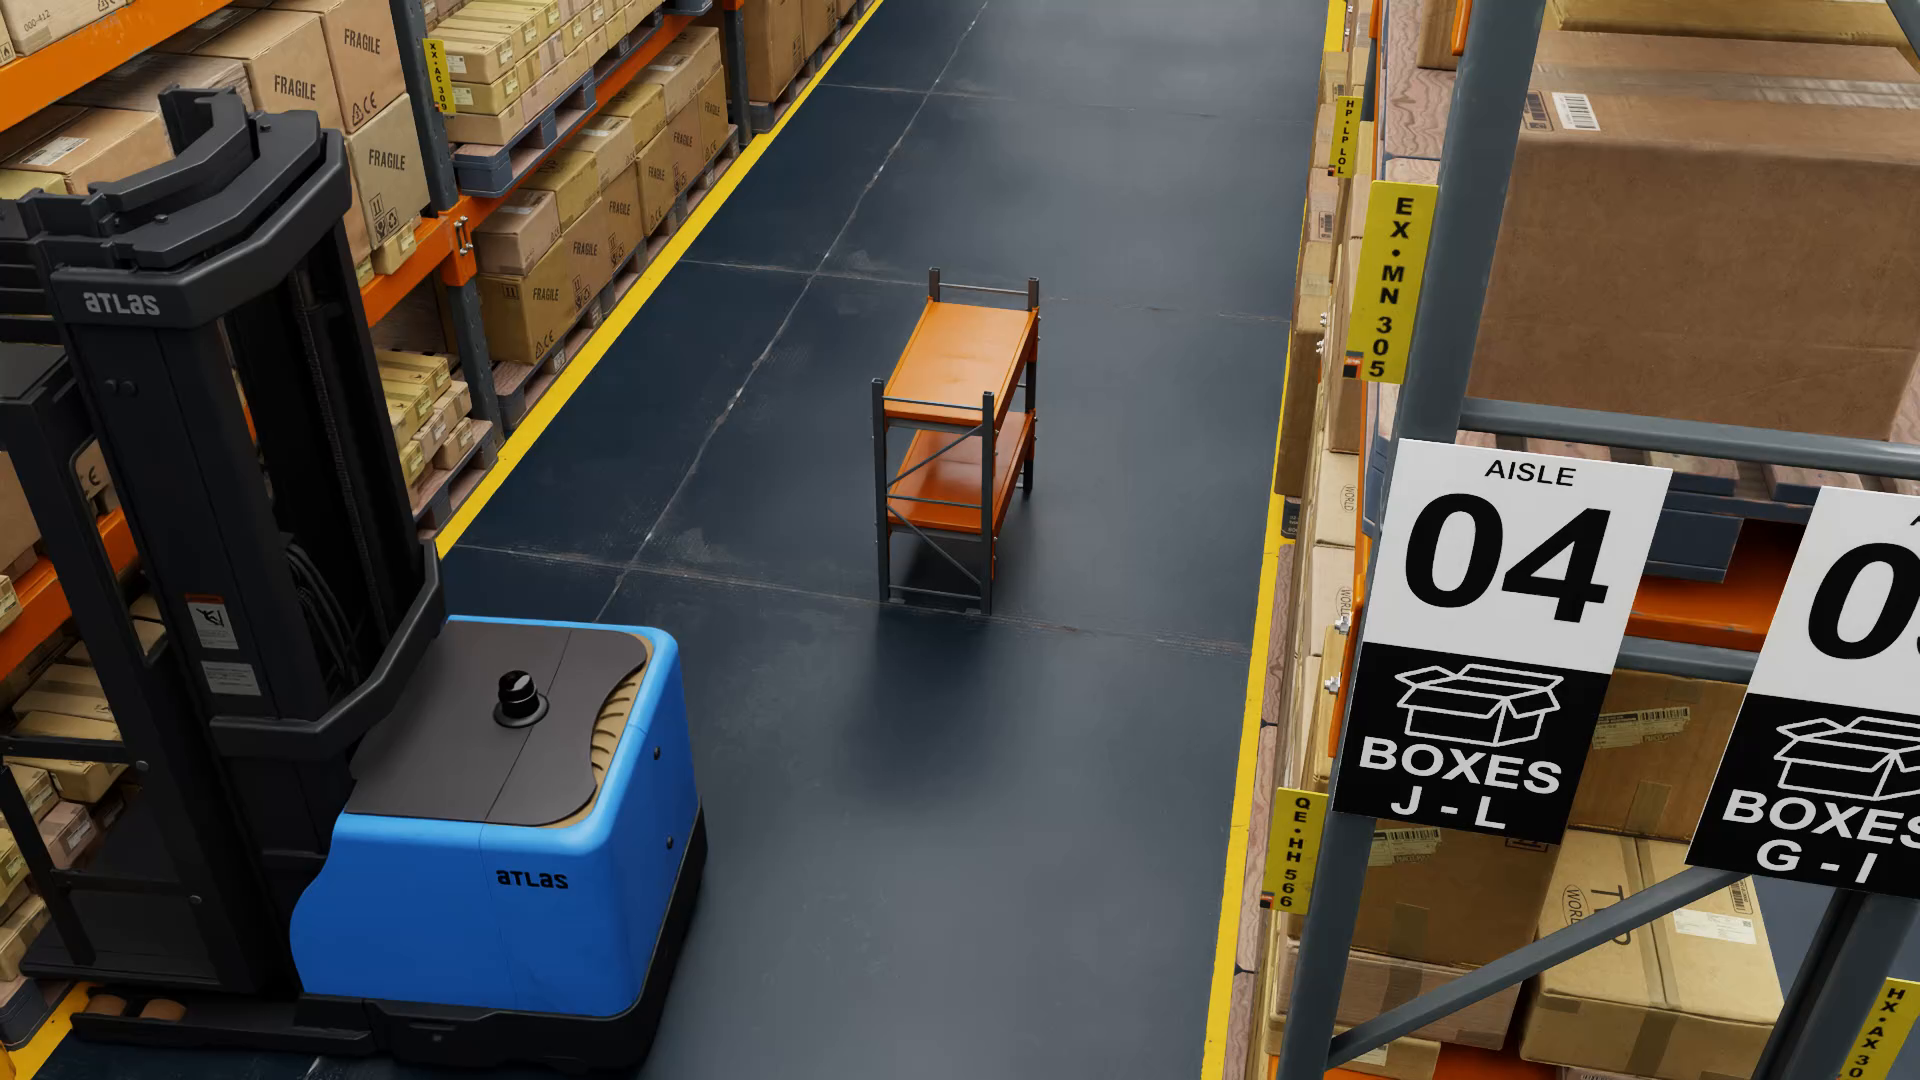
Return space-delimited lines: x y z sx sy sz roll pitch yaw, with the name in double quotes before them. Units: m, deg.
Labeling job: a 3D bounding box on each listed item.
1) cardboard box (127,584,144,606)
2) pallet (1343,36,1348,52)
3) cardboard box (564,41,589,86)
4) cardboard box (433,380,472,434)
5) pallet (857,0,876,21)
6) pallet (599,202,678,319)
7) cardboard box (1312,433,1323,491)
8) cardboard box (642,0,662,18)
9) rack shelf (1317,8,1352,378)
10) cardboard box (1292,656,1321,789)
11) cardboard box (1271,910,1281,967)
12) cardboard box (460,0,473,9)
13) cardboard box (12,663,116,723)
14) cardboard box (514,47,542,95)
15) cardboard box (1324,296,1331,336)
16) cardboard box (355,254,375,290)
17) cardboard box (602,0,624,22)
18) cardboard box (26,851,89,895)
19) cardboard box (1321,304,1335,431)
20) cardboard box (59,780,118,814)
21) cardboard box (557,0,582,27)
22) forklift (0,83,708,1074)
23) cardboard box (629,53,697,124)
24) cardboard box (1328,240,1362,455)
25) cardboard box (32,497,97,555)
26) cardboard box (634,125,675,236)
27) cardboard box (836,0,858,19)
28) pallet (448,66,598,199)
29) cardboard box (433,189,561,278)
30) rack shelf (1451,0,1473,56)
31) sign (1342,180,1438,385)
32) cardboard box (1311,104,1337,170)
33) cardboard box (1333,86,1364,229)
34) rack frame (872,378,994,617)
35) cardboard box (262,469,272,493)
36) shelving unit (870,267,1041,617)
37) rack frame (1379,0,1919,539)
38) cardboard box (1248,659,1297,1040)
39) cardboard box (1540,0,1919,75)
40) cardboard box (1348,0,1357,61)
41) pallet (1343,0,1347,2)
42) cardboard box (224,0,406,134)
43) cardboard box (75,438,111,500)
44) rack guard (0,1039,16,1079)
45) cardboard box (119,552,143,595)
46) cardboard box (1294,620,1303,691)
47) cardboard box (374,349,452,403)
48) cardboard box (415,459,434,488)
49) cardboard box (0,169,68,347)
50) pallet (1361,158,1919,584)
"cardboard box" -3.511 0.183 6.760 0.380 0.149 0.250 8 37 10
"pallet" 3.307 -3.363 12.210 1.003 0.211 1.213 7 37 10
"cardboard box" -2.104 -2.416 8.384 0.380 0.149 0.250 8 37 10
"cardboard box" -2.559 -0.649 7.908 0.380 0.149 0.250 8 37 11
"pallet" -1.185 -4.739 14.109 1.003 0.211 1.213 7 37 10
"pallet" -2.379 -1.752 9.988 1.003 0.211 1.213 7 37 10
"cardboard box" 1.412 -0.225 5.718 0.380 0.149 0.250 7 36 9
"cardboard box" -1.884 -3.020 9.217 0.380 0.149 0.250 8 37 11
"rack shelf" 2.448 -1.909 8.441 1.077 0.370 4.000 7 37 10
"cardboard box" 1.120 0.578 4.271 0.500 0.250 0.500 7 36 9
"cardboard box" 0.975 0.947 4.102 0.380 0.149 0.250 8 37 10
"cardboard box" -2.689 -2.774 8.625 0.380 0.149 0.250 6 36 8
"cardboard box" -3.121 0.591 5.943 0.380 0.149 0.250 6 36 8
"cardboard box" -2.216 -2.239 7.886 0.380 0.149 0.250 7 36 9
"cardboard box" 1.633 -0.824 6.545 0.380 0.149 0.250 7 37 10
"cardboard box" -2.699 -1.132 6.969 0.380 0.149 0.250 9 37 12
"cardboard box" -1.994 -2.843 8.720 0.380 0.149 0.250 7 36 9
"cardboard box" -3.257 1.124 5.715 0.380 0.149 0.250 7 37 10
"cardboard box" 1.554 -0.592 5.886 0.500 0.250 0.500 7 37 10
"cardboard box" -3.215 0.854 5.833 0.380 0.149 0.250 8 37 11
"cardboard box" -2.103 -2.661 8.215 0.380 0.149 0.250 7 36 9
"forklift" -2.468 0.171 5.017 3.031 2.935 1.130 3 36 4
"cardboard box" -1.935 -2.772 10.152 0.500 0.250 0.500 8 37 11
"cardboard box" 1.450 -0.594 5.249 0.500 0.500 0.500 6 36 8
"cardboard box" -3.141 -0.100 5.546 0.380 0.149 0.250 7 37 10
"cardboard box" -2.045 -2.172 9.963 0.500 0.500 0.500 6 36 8
"cardboard box" -1.348 -4.659 13.182 1.050 0.750 0.750 7 37 10
"pallet" -2.497 -2.076 8.221 1.003 0.211 1.213 7 37 10
"cardboard box" -2.387 -1.585 8.515 0.500 0.250 0.500 6 36 8
"rack shelf" 1.594 -1.883 3.634 1.077 0.370 4.000 7 37 10
"sign" 0.640 -0.378 2.472 0.100 0.325 0.005 7 37 10
"cardboard box" 2.510 -1.754 9.066 1.225 0.875 0.875 7 37 10
"cardboard box" 1.967 -1.679 7.426 0.500 0.500 0.500 8 37 11
"rack frame" -0.110 -0.160 7.012 0.500 1.125 0.032 7 37 10
"cardboard box" -2.786 -0.153 6.969 0.380 0.149 0.250 6 36 8
"shelving unit" -0.001 -0.452 7.415 0.538 1.125 1.048 7 37 10
"rack frame" 1.167 -1.190 1.723 1.000 3.000 0.127 7 37 10
"cardboard box" 1.420 1.031 5.224 0.875 0.875 0.875 7 37 10
"cardboard box" 1.464 -0.838 3.266 0.700 0.500 0.500 6 36 8
"cardboard box" 2.398 -2.847 9.037 0.500 0.500 0.500 6 36 9
"pallet" 3.839 -4.901 14.332 1.003 0.211 1.213 7 37 10
"cardboard box" -2.639 -1.996 6.757 0.500 0.500 0.500 6 36 8
"cardboard box" -3.085 -0.413 5.425 0.500 0.500 0.500 8 37 11
"rack guard" -3.641 1.528 5.215 1.175 0.500 0.348 7 37 10
"cardboard box" -3.437 0.074 6.656 0.380 0.149 0.250 7 37 10
"cardboard box" 1.193 0.361 4.910 0.380 0.149 0.250 7 37 10
"cardboard box" -2.624 -0.753 7.798 0.380 0.149 0.250 8 37 11
"cardboard box" -2.691 -0.343 7.739 0.380 0.149 0.250 8 37 11
"cardboard box" -3.067 -0.816 5.129 0.500 0.500 0.500 7 36 9
"pallet" 1.315 -0.366 3.218 1.003 0.211 1.213 7 37 10
